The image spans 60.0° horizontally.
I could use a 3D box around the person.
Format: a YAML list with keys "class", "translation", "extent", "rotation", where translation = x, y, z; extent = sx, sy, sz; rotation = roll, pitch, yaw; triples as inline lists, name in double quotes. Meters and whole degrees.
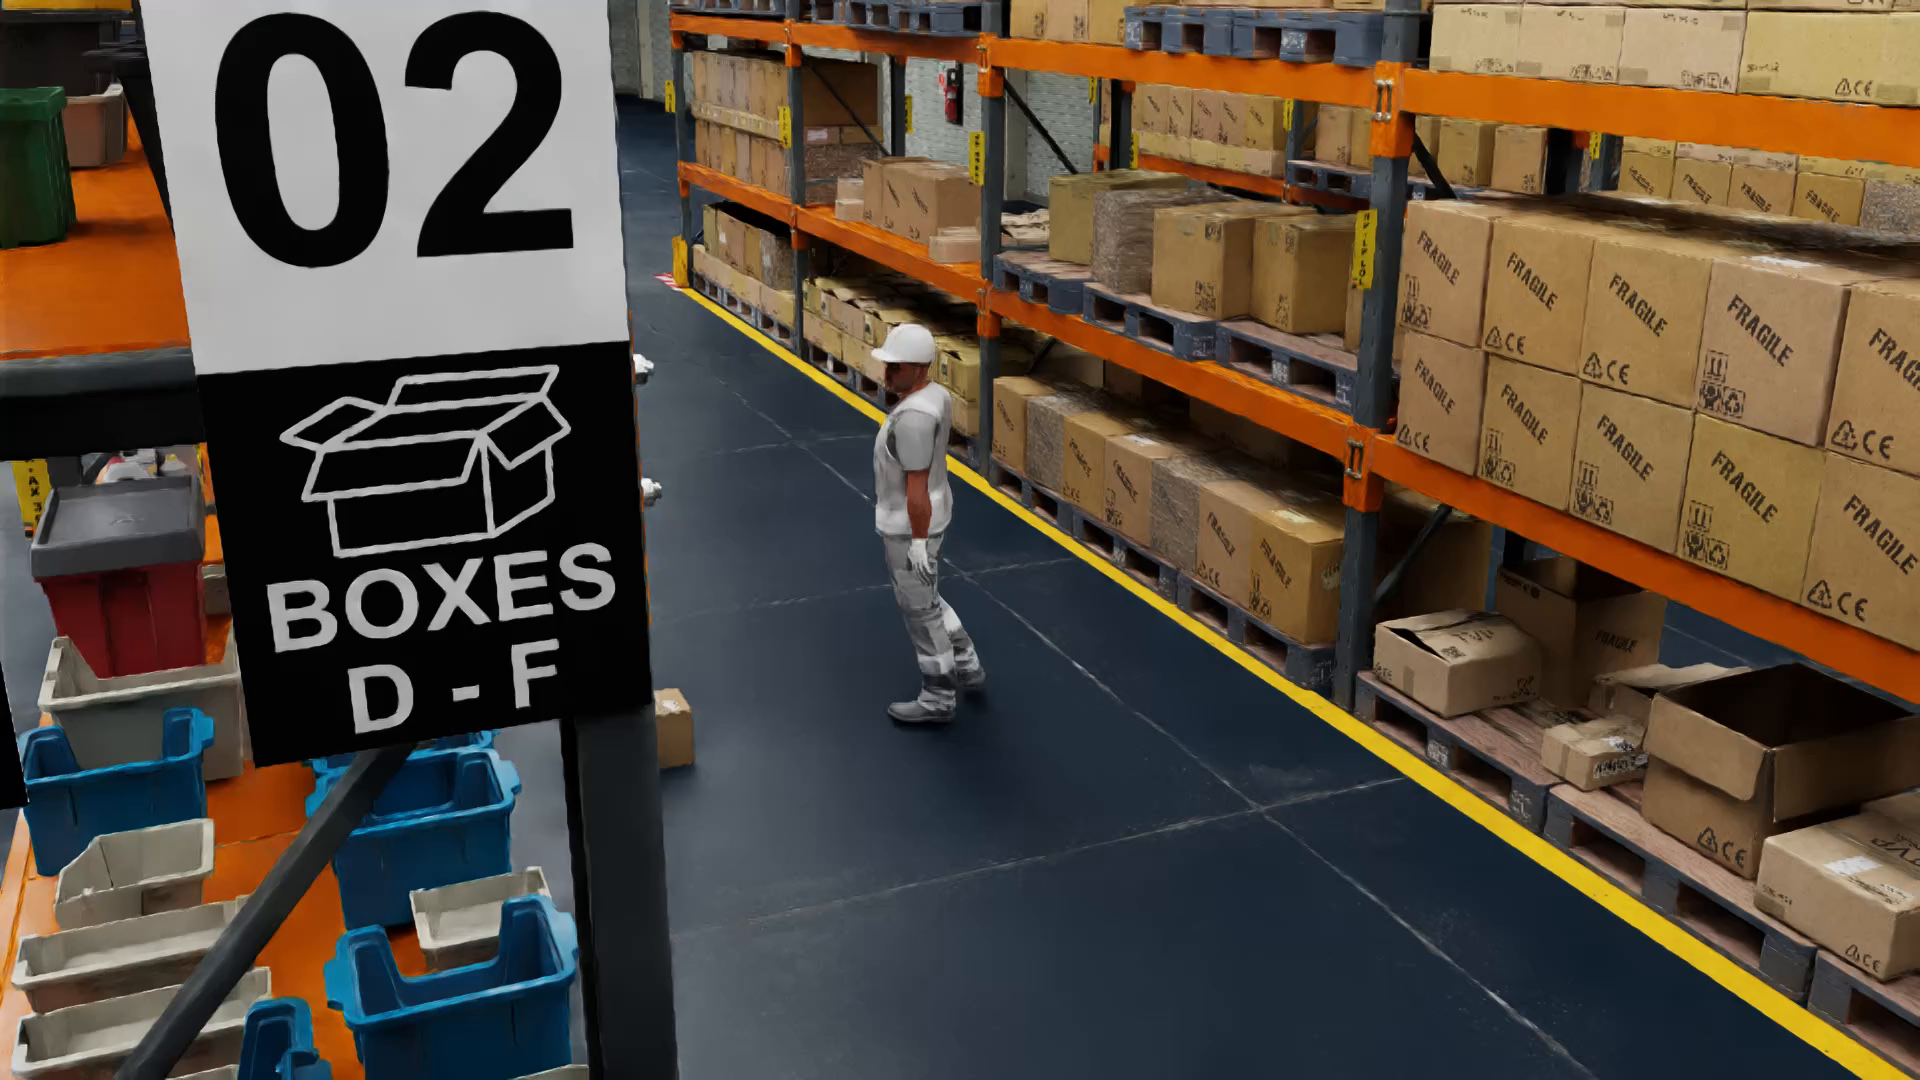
- class: "person"
  translation: [-0.130, -0.070, 7.179]
  extent: [0.456, 1.781, 0.710]
  rotation: [4, 19, 10]
